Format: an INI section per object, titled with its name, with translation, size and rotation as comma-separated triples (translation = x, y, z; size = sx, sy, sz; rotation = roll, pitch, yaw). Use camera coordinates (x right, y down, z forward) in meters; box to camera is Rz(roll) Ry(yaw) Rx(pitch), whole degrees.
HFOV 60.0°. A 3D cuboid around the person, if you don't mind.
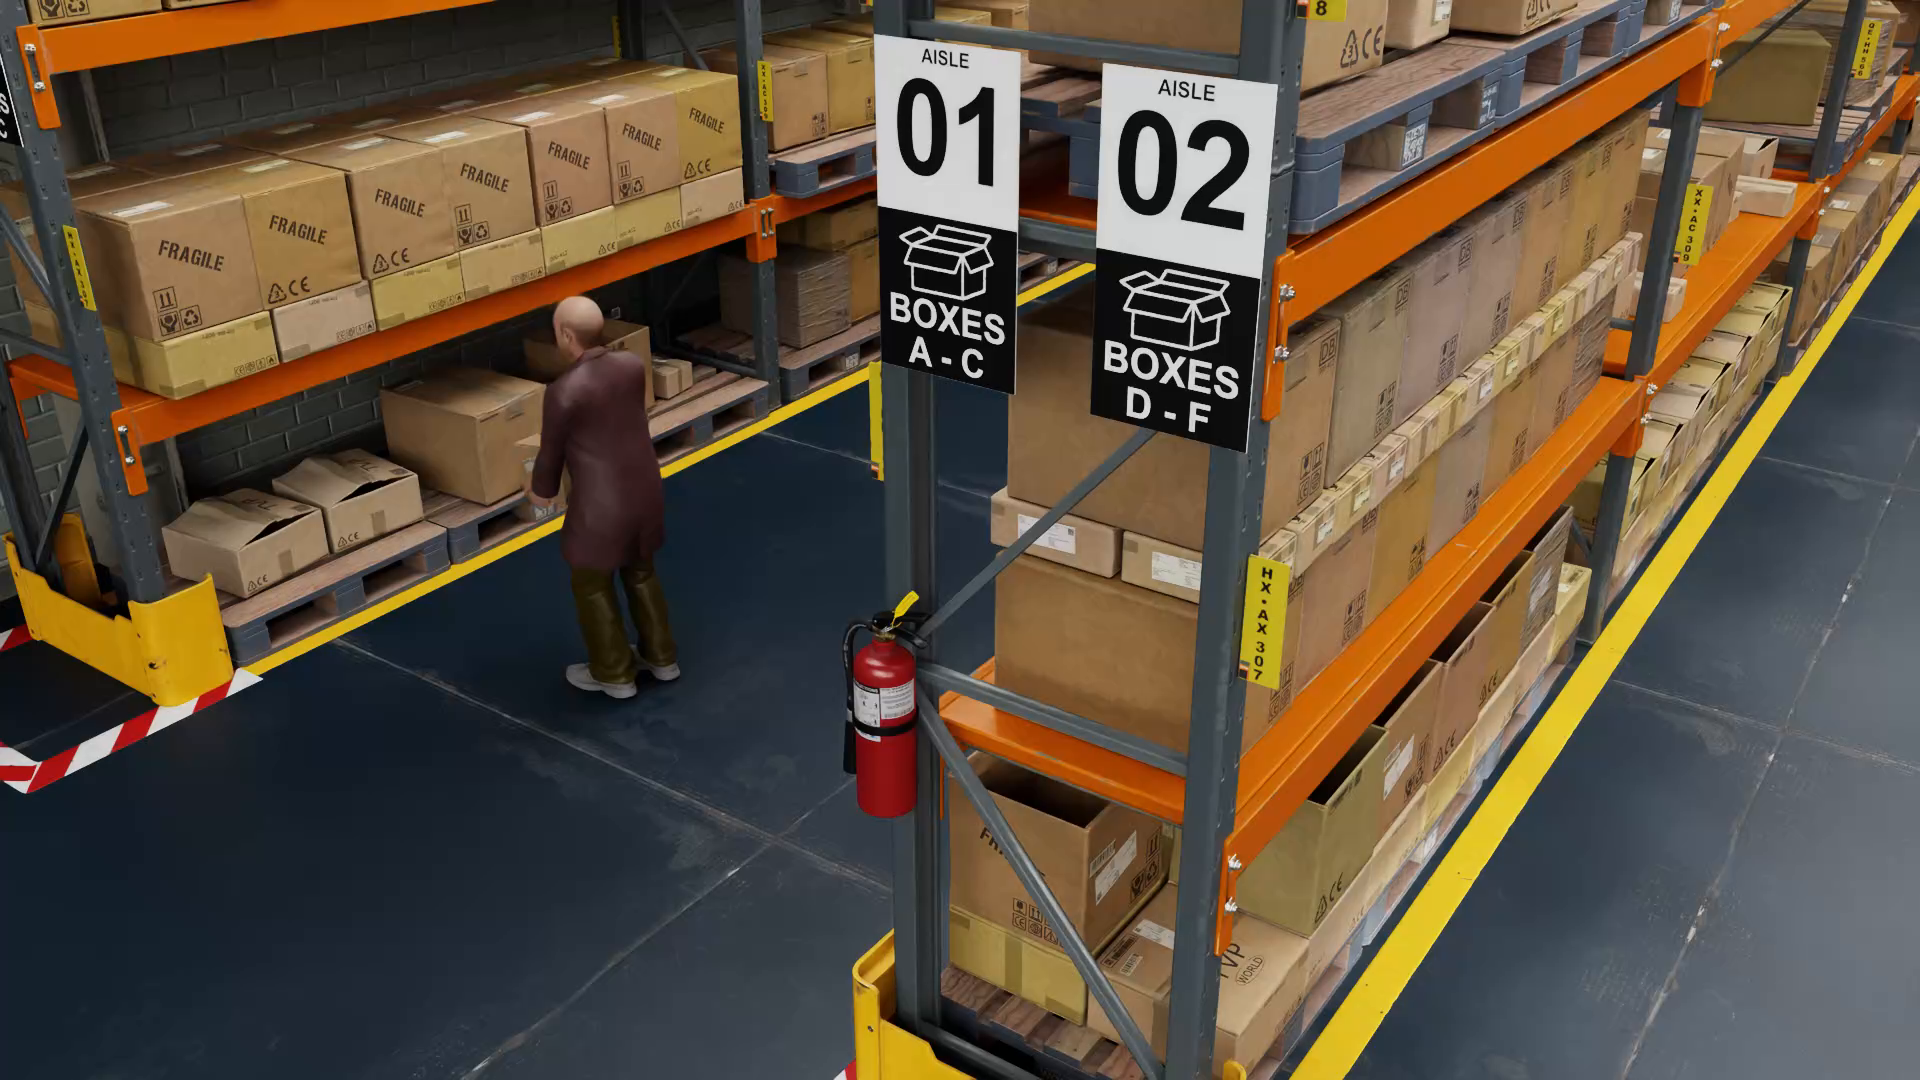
[person]
translation = -1.534, -0.185, 7.015
size = 0.572, 1.774, 0.531
rotation = 16, 31, 30
